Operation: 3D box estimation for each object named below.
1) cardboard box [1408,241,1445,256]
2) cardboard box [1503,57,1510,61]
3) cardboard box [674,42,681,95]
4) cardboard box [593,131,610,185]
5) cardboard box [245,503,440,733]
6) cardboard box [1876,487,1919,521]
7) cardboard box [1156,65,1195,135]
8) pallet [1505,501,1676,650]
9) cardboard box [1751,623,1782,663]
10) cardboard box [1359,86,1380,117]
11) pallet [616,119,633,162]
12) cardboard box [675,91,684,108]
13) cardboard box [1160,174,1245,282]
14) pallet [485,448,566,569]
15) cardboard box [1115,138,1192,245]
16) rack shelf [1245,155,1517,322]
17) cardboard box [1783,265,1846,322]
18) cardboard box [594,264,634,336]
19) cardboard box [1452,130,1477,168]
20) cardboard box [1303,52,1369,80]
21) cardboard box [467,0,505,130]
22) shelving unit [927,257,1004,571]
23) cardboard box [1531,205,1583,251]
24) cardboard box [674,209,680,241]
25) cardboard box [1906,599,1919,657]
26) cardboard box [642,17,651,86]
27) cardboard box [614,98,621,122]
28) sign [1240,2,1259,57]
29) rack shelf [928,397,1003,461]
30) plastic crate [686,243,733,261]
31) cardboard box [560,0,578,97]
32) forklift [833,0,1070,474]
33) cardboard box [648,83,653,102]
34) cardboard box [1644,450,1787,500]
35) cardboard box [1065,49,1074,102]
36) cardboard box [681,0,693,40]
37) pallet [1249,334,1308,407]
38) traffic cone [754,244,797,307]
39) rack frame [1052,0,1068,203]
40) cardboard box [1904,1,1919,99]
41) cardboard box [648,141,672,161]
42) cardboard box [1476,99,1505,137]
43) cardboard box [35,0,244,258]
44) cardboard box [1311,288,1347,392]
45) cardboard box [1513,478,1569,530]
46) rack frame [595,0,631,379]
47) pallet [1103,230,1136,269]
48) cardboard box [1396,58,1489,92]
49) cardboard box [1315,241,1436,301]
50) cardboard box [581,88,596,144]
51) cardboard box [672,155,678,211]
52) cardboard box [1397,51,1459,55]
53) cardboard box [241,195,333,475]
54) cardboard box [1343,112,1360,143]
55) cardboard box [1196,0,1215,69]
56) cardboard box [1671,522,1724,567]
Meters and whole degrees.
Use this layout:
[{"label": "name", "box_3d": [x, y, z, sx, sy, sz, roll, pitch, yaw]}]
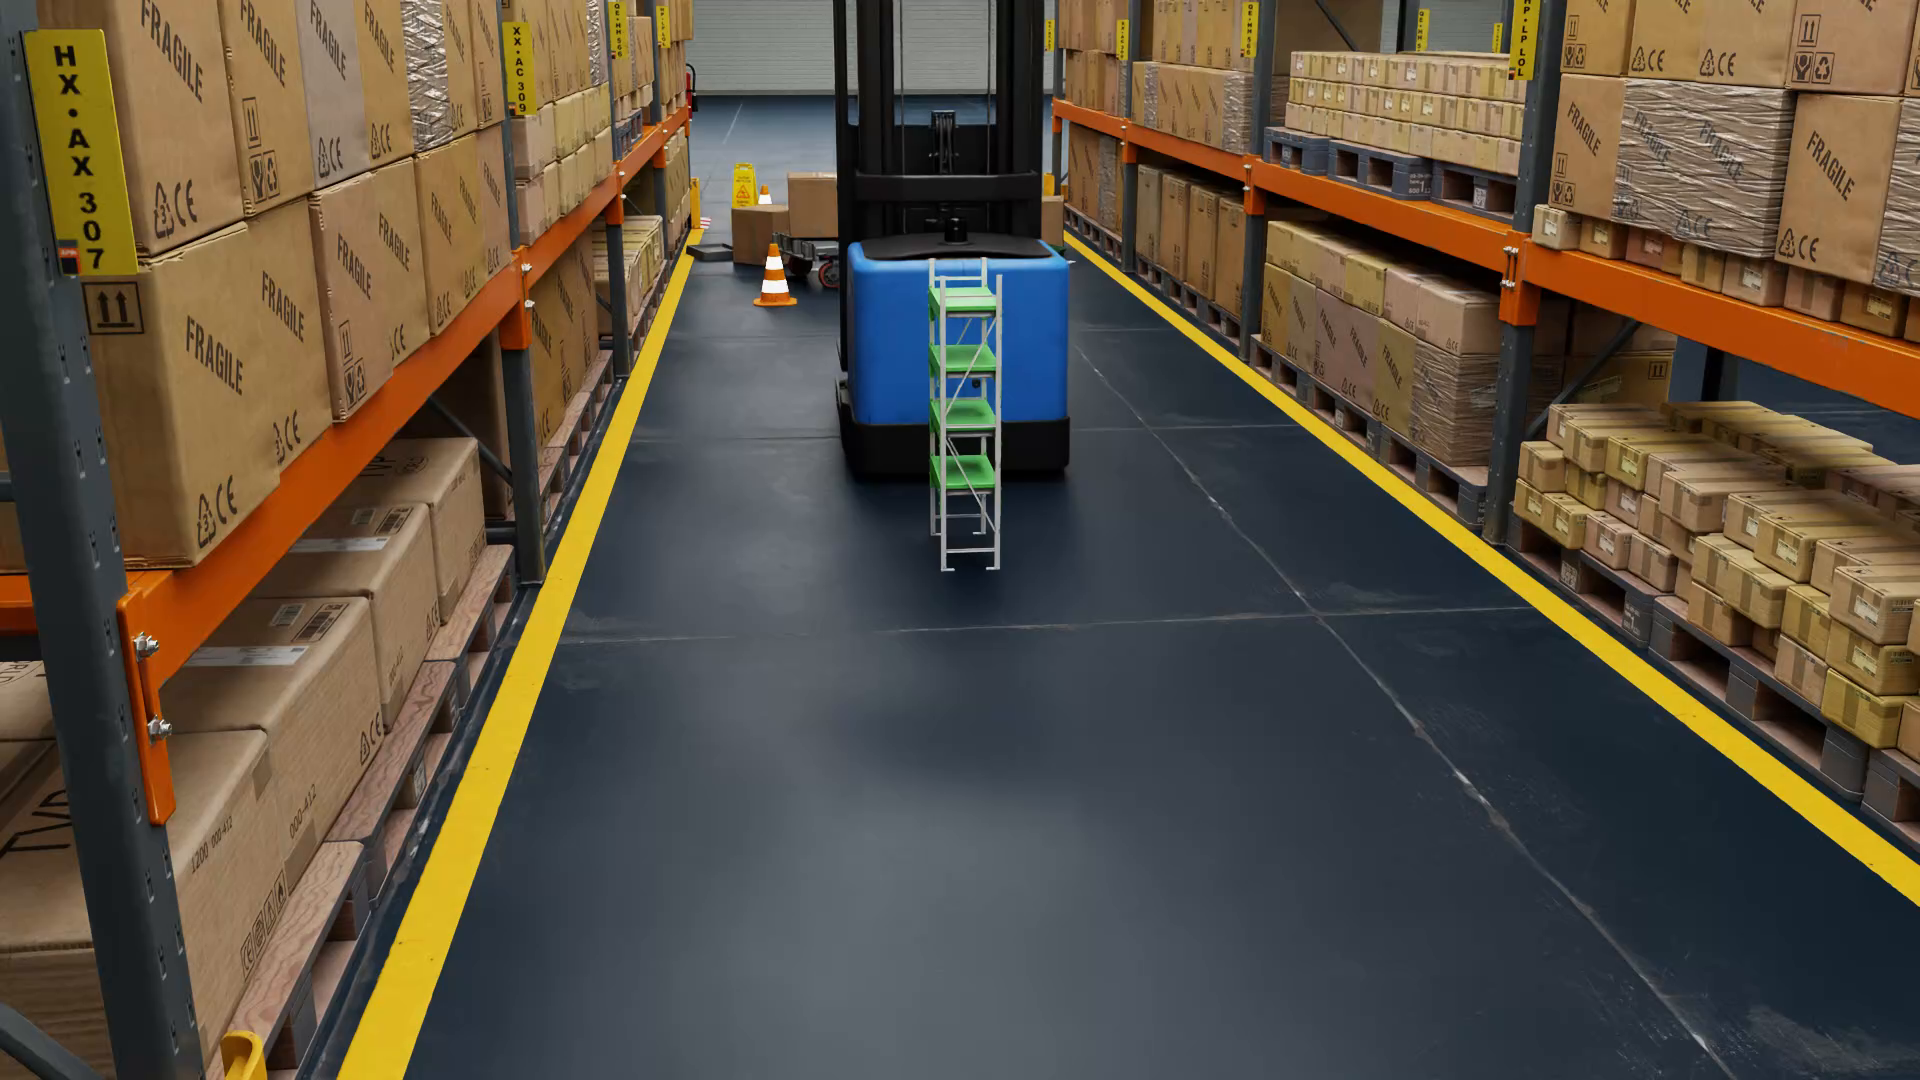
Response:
[{"label": "cardboard box", "box_3d": [2.775, -1.491, 9.139, 0.500, 0.250, 0.500, -1, 17, -4]}, {"label": "cardboard box", "box_3d": [3.008, -2.393, 8.516, 0.380, 0.149, 0.250, -1, 17, -4]}, {"label": "cardboard box", "box_3d": [-2.969, -4.562, 16.036, 0.500, 0.500, 0.500, -2, 18, -6]}, {"label": "cardboard box", "box_3d": [-2.190, -2.074, 9.027, 0.500, 0.250, 0.500, -1, 17, -5]}, {"label": "cardboard box", "box_3d": [-2.106, 0.231, 5.011, 0.875, 0.438, 0.875, -2, 18, -7]}, {"label": "cardboard box", "box_3d": [3.260, -0.071, 5.462, 0.380, 0.149, 0.250, -2, 18, -8]}, {"label": "cardboard box", "box_3d": [1.820, -3.398, 12.827, 0.500, 0.500, 0.500, -2, 18, -6]}, {"label": "pallet", "box_3d": [2.861, 0.098, 6.513, 1.003, 0.211, 1.213, -2, 18, -6]}, {"label": "cardboard box", "box_3d": [2.752, 0.308, 5.247, 0.380, 0.149, 0.250, -1, 17, -4]}, {"label": "cardboard box", "box_3d": [2.329, -2.312, 8.755, 0.380, 0.149, 0.250, -2, 18, -6]}, {"label": "pallet", "box_3d": [-2.749, -2.558, 10.637, 1.213, 0.211, 1.003, -2, 18, -6]}, {"label": "cardboard box", "box_3d": [-2.945, -4.374, 16.522, 0.380, 0.149, 0.250, -1, 17, -5]}, {"label": "cardboard box", "box_3d": [2.181, -2.472, 13.099, 1.050, 0.750, 0.750, -2, 18, -6]}, {"label": "pallet", "box_3d": [-2.311, -0.146, 7.289, 1.003, 0.211, 1.213, -2, 18, -6]}, {"label": "cardboard box", "box_3d": [1.936, -3.191, 15.180, 0.875, 0.875, 0.875, -2, 17, -5]}, {"label": "rack shelf", "box_3d": [2.550, -1.684, 8.735, 1.077, 0.370, 4.000, -2, 18, -6]}, {"label": "cardboard box", "box_3d": [2.718, -0.748, 4.971, 0.380, 0.149, 0.250, -1, 17, -4]}, {"label": "cardboard box", "box_3d": [-2.617, -1.556, 10.810, 0.950, 0.372, 0.625, -3, 18, -9]}, {"label": "cardboard box", "box_3d": [2.468, -1.776, 7.545, 0.380, 0.149, 0.250, -2, 18, -6]}, {"label": "cardboard box", "box_3d": [2.229, -2.764, 9.699, 0.380, 0.149, 0.250, -2, 18, -7]}, {"label": "cardboard box", "box_3d": [-1.833, -1.641, 5.561, 0.500, 0.500, 0.500, -2, 18, -6]}, {"label": "shelving unit", "box_3d": [0.017, -0.523, 6.840, 0.258, 1.200, 0.503, -2, 18, -6]}, {"label": "cardboard box", "box_3d": [2.460, -1.217, 6.466, 0.380, 0.149, 0.250, -1, 17, -4]}, {"label": "cardboard box", "box_3d": [-2.840, -2.863, 15.179, 0.500, 0.250, 0.500, -1, 17, -3]}, {"label": "cardboard box", "box_3d": [2.777, 0.257, 4.415, 0.380, 0.149, 0.250, -2, 18, -8]}, {"label": "cardboard box", "box_3d": [-2.653, -3.744, 12.730, 0.500, 0.500, 0.500, -2, 18, -5]}, {"label": "cardboard box", "box_3d": [-2.396, -2.792, 10.780, 0.380, 0.149, 0.250, -3, 18, -9]}, {"label": "sign", "box_3d": [1.792, -3.158, 10.294, 0.100, 0.325, 0.005, -2, 18, -6]}, {"label": "rack shelf", "box_3d": [0.017, -0.462, 6.859, 0.258, 0.148, 0.480, -2, 18, -6]}, {"label": "plastic crate", "box_3d": [-2.328, -2.732, 15.746, 0.402, 0.080, 0.583, -8, 19, -25]}, {"label": "cardboard box", "box_3d": [-2.105, -2.367, 7.874, 0.500, 0.500, 0.500, -2, 18, -7]}, {"label": "forklift", "box_3d": [-0.134, -2.110, 9.004, 1.130, 2.935, 3.031, -2, 18, -6]}, {"label": "cardboard box", "box_3d": [-2.654, -3.568, 13.252, 0.380, 0.149, 0.250, -2, 17, -5]}, {"label": "cardboard box", "box_3d": [2.680, -0.212, 5.909, 0.380, 0.149, 0.250, -2, 18, -7]}, {"label": "cardboard box", "box_3d": [1.602, -4.969, 17.747, 0.875, 0.550, 0.550, -2, 18, -6]}, {"label": "cardboard box", "box_3d": [-2.925, -5.045, 15.907, 0.700, 0.500, 0.500, -2, 18, -6]}, {"label": "pallet", "box_3d": [2.423, -1.060, 10.201, 1.003, 0.211, 1.213, -2, 18, -6]}, {"label": "traffic cone", "box_3d": [-1.461, -2.096, 13.079, 0.336, 0.463, 0.334, -2, 18, -6]}, {"label": "rack frame", "box_3d": [1.519, -5.007, 18.117, 1.000, 3.000, 0.127, -2, 18, -6]}, {"label": "cardboard box", "box_3d": [2.760, -1.341, 4.107, 0.500, 0.500, 0.500, -1, 17, -3]}, {"label": "cardboard box", "box_3d": [-2.727, -3.411, 14.589, 0.380, 0.149, 0.250, -2, 17, -5]}, {"label": "cardboard box", "box_3d": [2.491, -1.845, 7.268, 0.380, 0.149, 0.250, -2, 18, -5]}, {"label": "cardboard box", "box_3d": [-1.510, -0.733, 2.669, 0.500, 0.500, 0.500, -2, 18, -7]}, {"label": "cardboard box", "box_3d": [2.276, -1.110, 9.177, 0.500, 0.500, 0.500, -2, 18, -7]}, {"label": "cardboard box", "box_3d": [2.475, -0.153, 6.716, 0.380, 0.149, 0.250, -3, 18, -8]}, {"label": "rack frame", "box_3d": [-2.569, -2.440, 9.942, 1.000, 3.000, 0.127, -2, 18, -6]}, {"label": "pallet", "box_3d": [1.931, -2.714, 15.468, 1.003, 0.211, 1.213, -2, 18, -6]}, {"label": "cardboard box", "box_3d": [2.387, -2.298, 8.214, 0.380, 0.149, 0.250, -3, 18, -8]}, {"label": "cardboard box", "box_3d": [2.265, -1.477, 9.094, 0.500, 0.250, 0.500, -2, 18, -5]}, {"label": "cardboard box", "box_3d": [-2.137, -2.166, 8.485, 0.500, 0.250, 0.500, -2, 18, -7]}, {"label": "cardboard box", "box_3d": [-2.841, -3.222, 15.068, 0.500, 0.500, 0.500, -1, 17, -3]}, {"label": "cardboard box", "box_3d": [2.851, -2.856, 9.991, 0.380, 0.149, 0.250, -2, 18, -8]}, {"label": "cardboard box", "box_3d": [-1.588, -0.406, 3.296, 0.500, 0.500, 0.500, -2, 18, -6]}, {"label": "cardboard box", "box_3d": [2.305, -2.244, 9.037, 0.380, 0.149, 0.250, -1, 17, -4]}, {"label": "cardboard box", "box_3d": [2.146, -3.738, 12.239, 0.700, 0.500, 0.500, -2, 18, -6]}, {"label": "cardboard box", "box_3d": [2.682, 0.011, 5.695, 0.380, 0.149, 0.250, -1, 17, -3]}]
